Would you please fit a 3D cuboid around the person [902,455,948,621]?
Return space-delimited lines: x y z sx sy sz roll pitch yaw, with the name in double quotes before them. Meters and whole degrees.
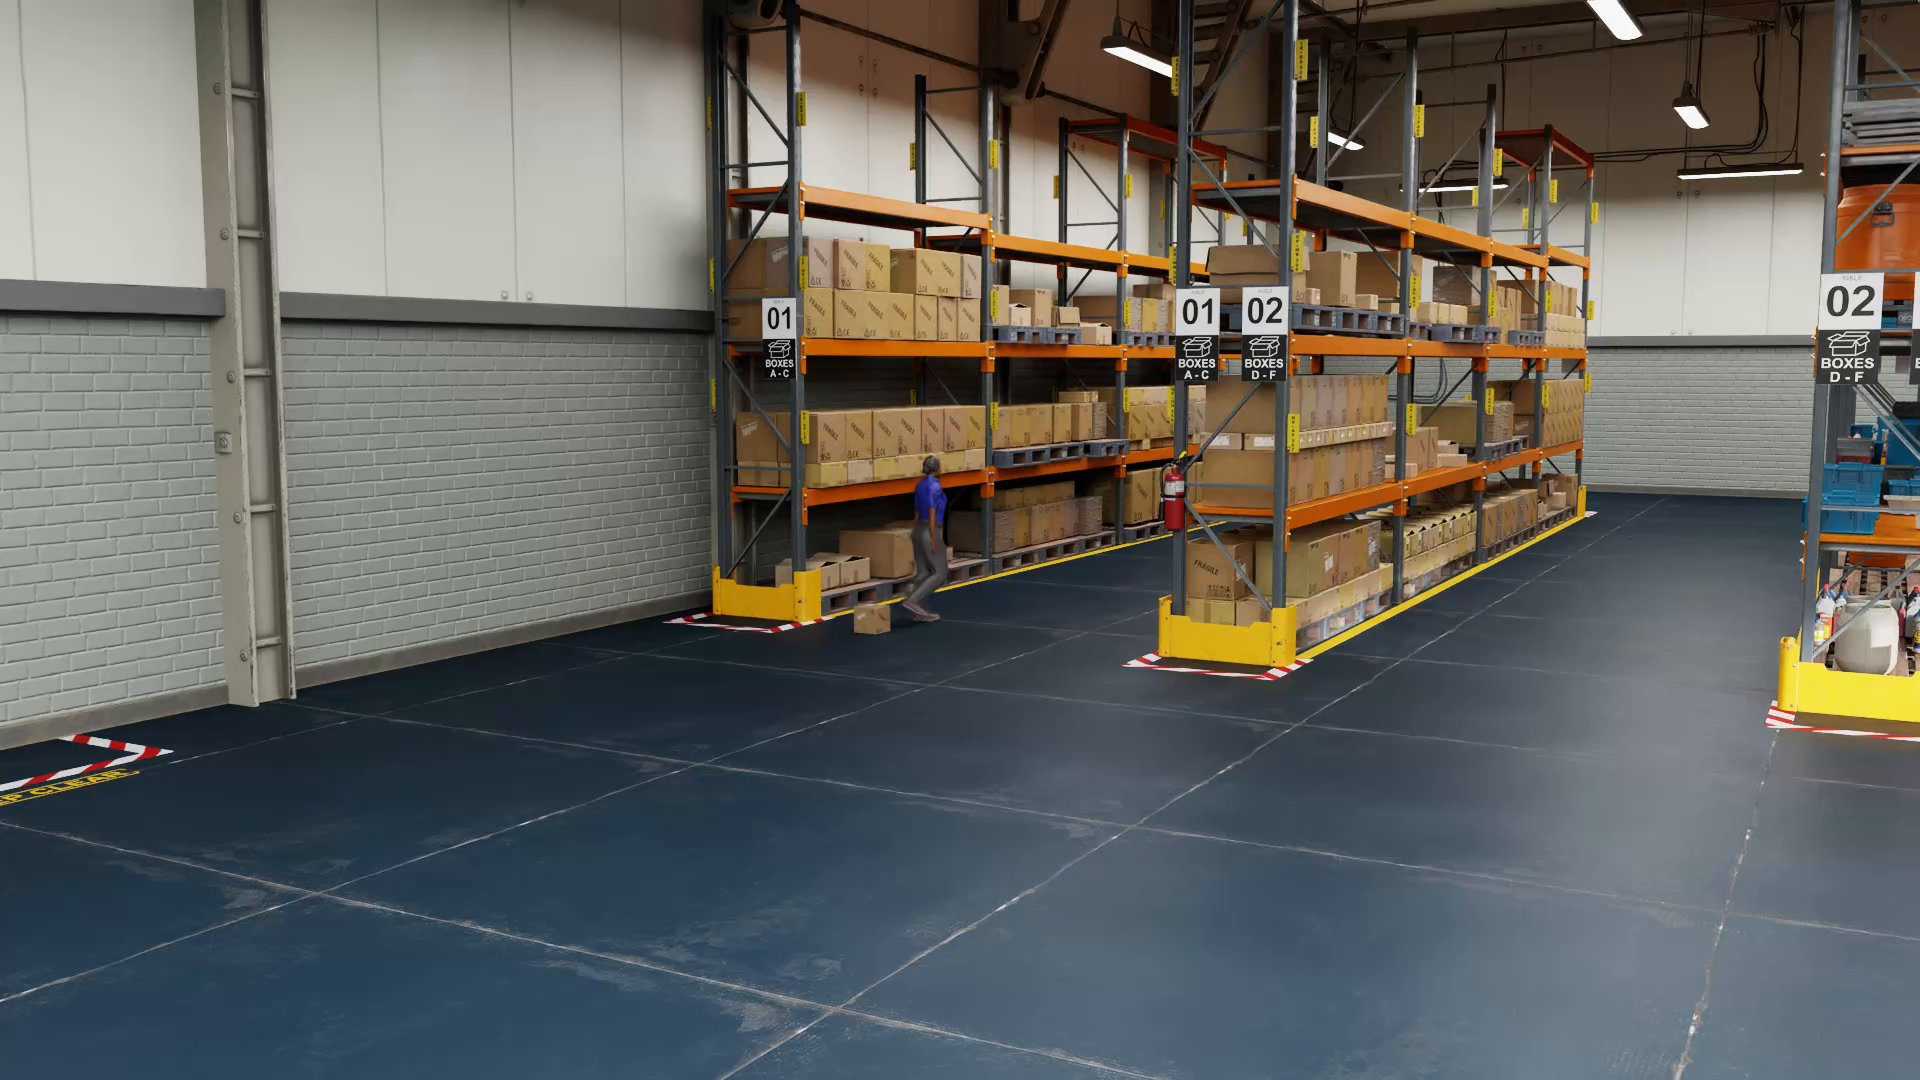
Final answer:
"person" -0.375 -0.007 16.444 0.511 1.652 0.524 -3 7 -26
